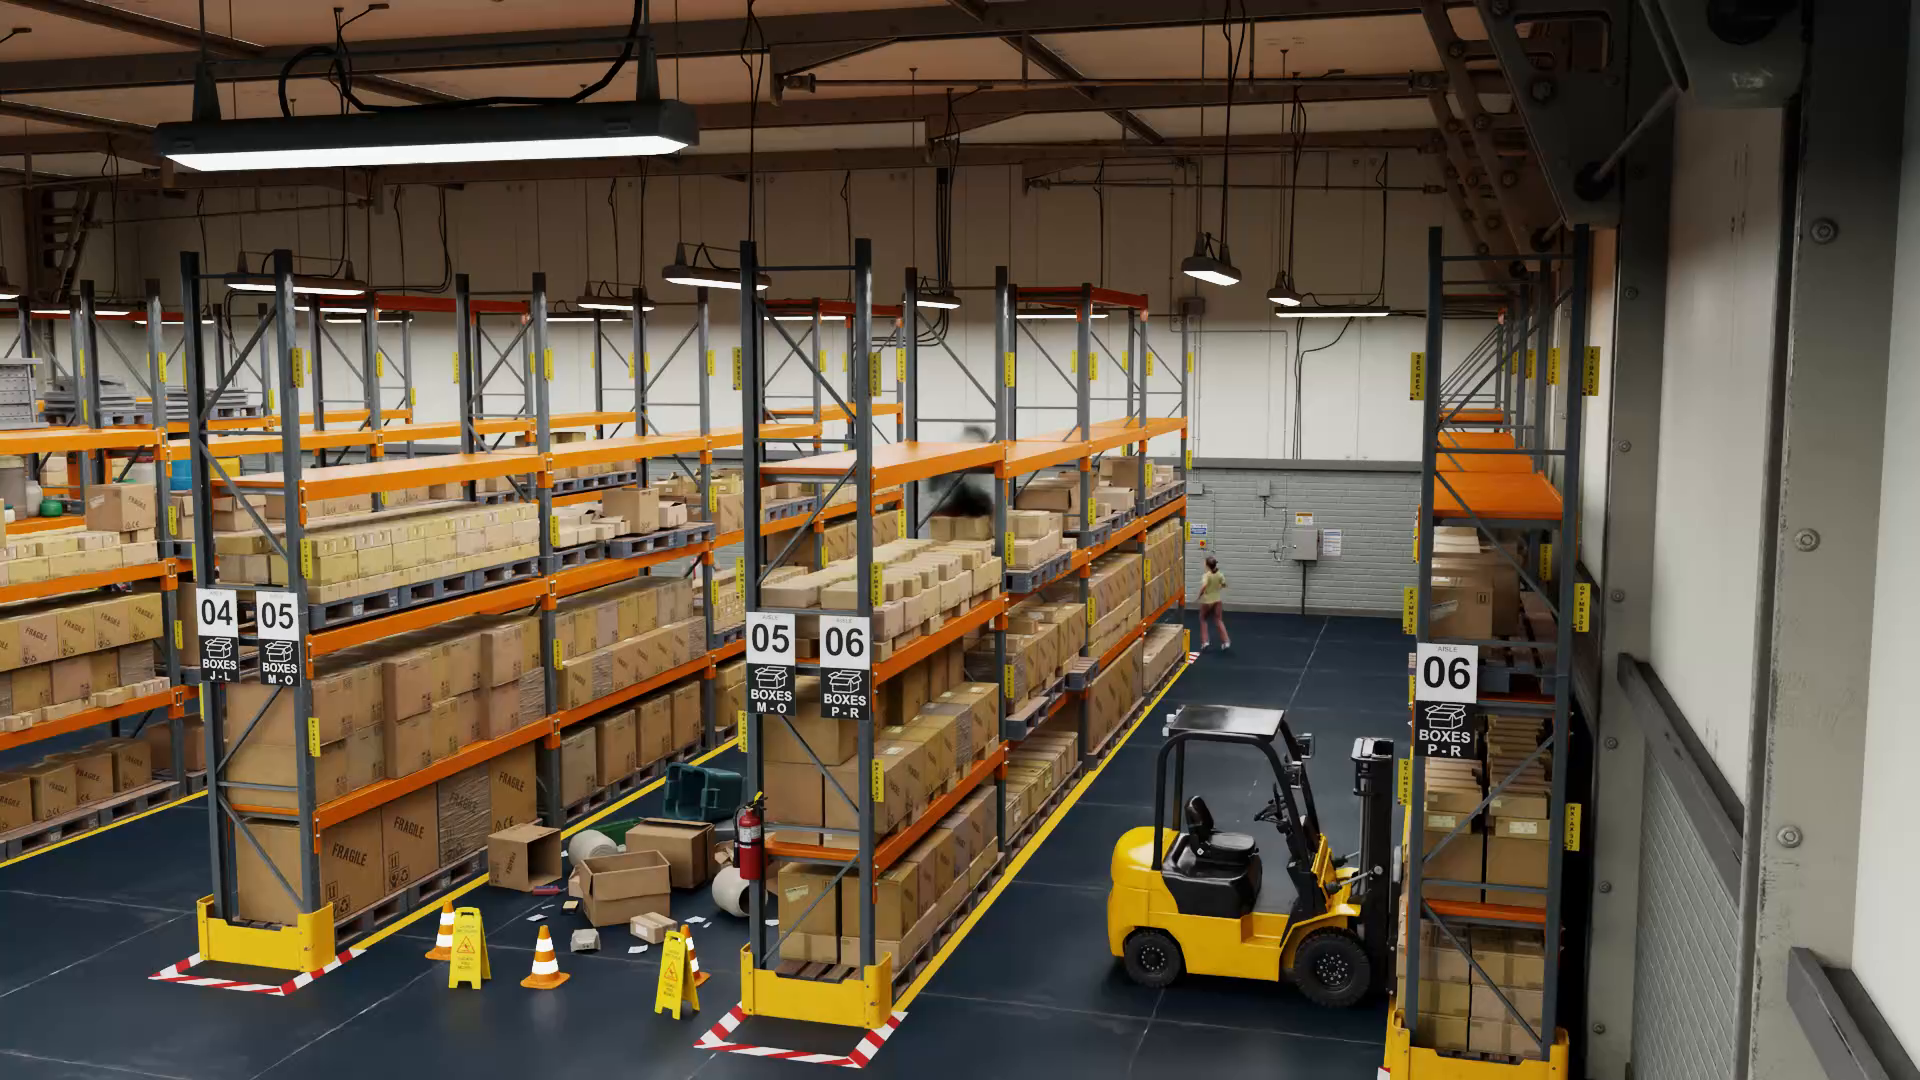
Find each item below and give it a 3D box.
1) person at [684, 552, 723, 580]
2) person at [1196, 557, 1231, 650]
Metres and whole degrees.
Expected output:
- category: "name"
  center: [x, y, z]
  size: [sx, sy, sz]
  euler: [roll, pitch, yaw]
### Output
- category: "person"
  center: [-4.683, 0.912, 30.286]
  size: [0.716, 1.727, 0.706]
  euler: [0, 6, -3]
- category: "person"
  center: [4.321, 1.116, 28.814]
  size: [0.633, 1.686, 0.822]
  euler: [-3, 7, -25]
